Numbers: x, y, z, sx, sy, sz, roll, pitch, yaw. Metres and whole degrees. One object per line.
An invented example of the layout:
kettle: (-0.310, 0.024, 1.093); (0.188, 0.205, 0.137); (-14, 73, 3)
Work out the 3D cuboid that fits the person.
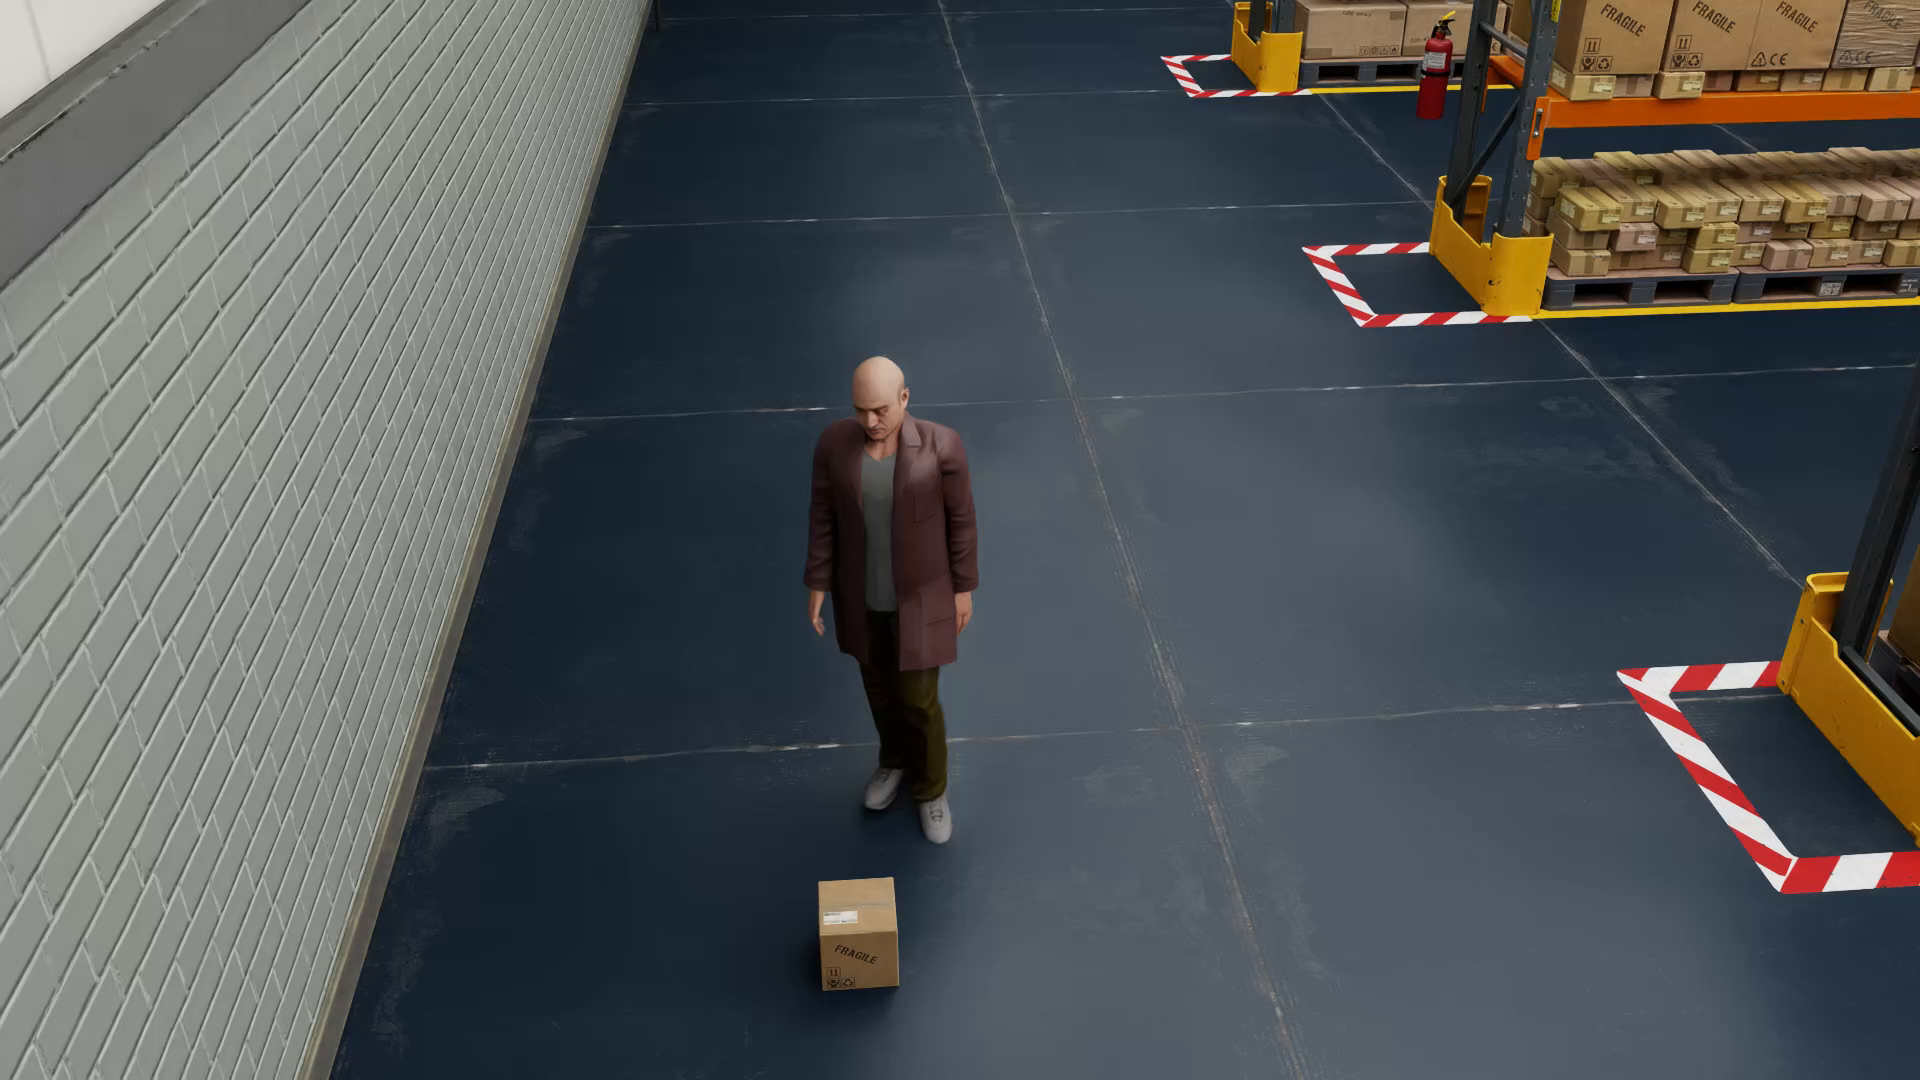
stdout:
person: (-0.251, 0.212, 5.815); (0.603, 1.839, 0.437); (9, 32, 15)
